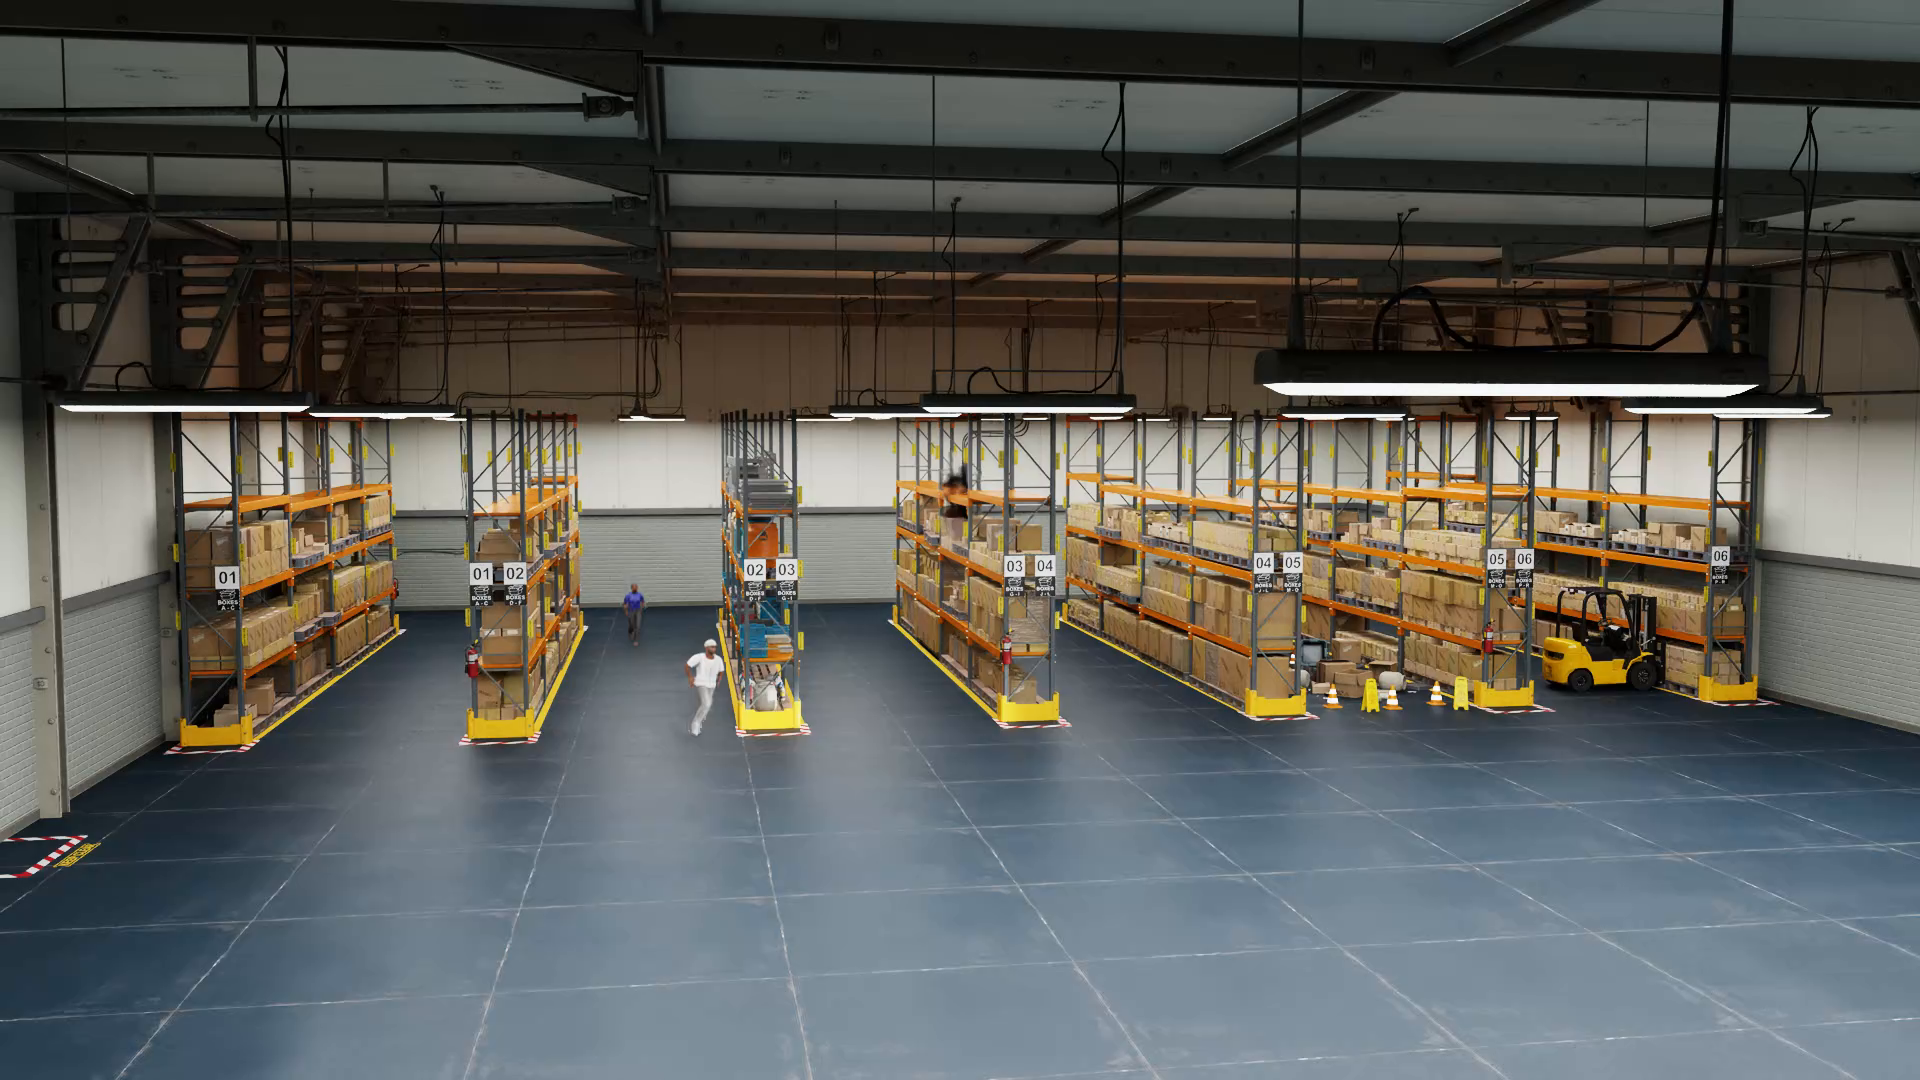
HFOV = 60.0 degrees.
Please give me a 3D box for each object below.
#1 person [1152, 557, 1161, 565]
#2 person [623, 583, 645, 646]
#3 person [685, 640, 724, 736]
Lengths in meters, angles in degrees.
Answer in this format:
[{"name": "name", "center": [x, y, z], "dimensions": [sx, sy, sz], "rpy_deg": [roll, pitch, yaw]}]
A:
[{"name": "person", "center": [5.983, 1.343, 50.337], "dimensions": [0.938, 1.684, 0.573], "rpy_deg": [-1, 4, -11]}, {"name": "person", "center": [-8.429, 1.930, 43.077], "dimensions": [0.575, 1.600, 0.562], "rpy_deg": [-2, 4, -22]}, {"name": "person", "center": [-4.670, 2.720, 30.729], "dimensions": [0.720, 1.752, 0.640], "rpy_deg": [-4, 5, -42]}]
